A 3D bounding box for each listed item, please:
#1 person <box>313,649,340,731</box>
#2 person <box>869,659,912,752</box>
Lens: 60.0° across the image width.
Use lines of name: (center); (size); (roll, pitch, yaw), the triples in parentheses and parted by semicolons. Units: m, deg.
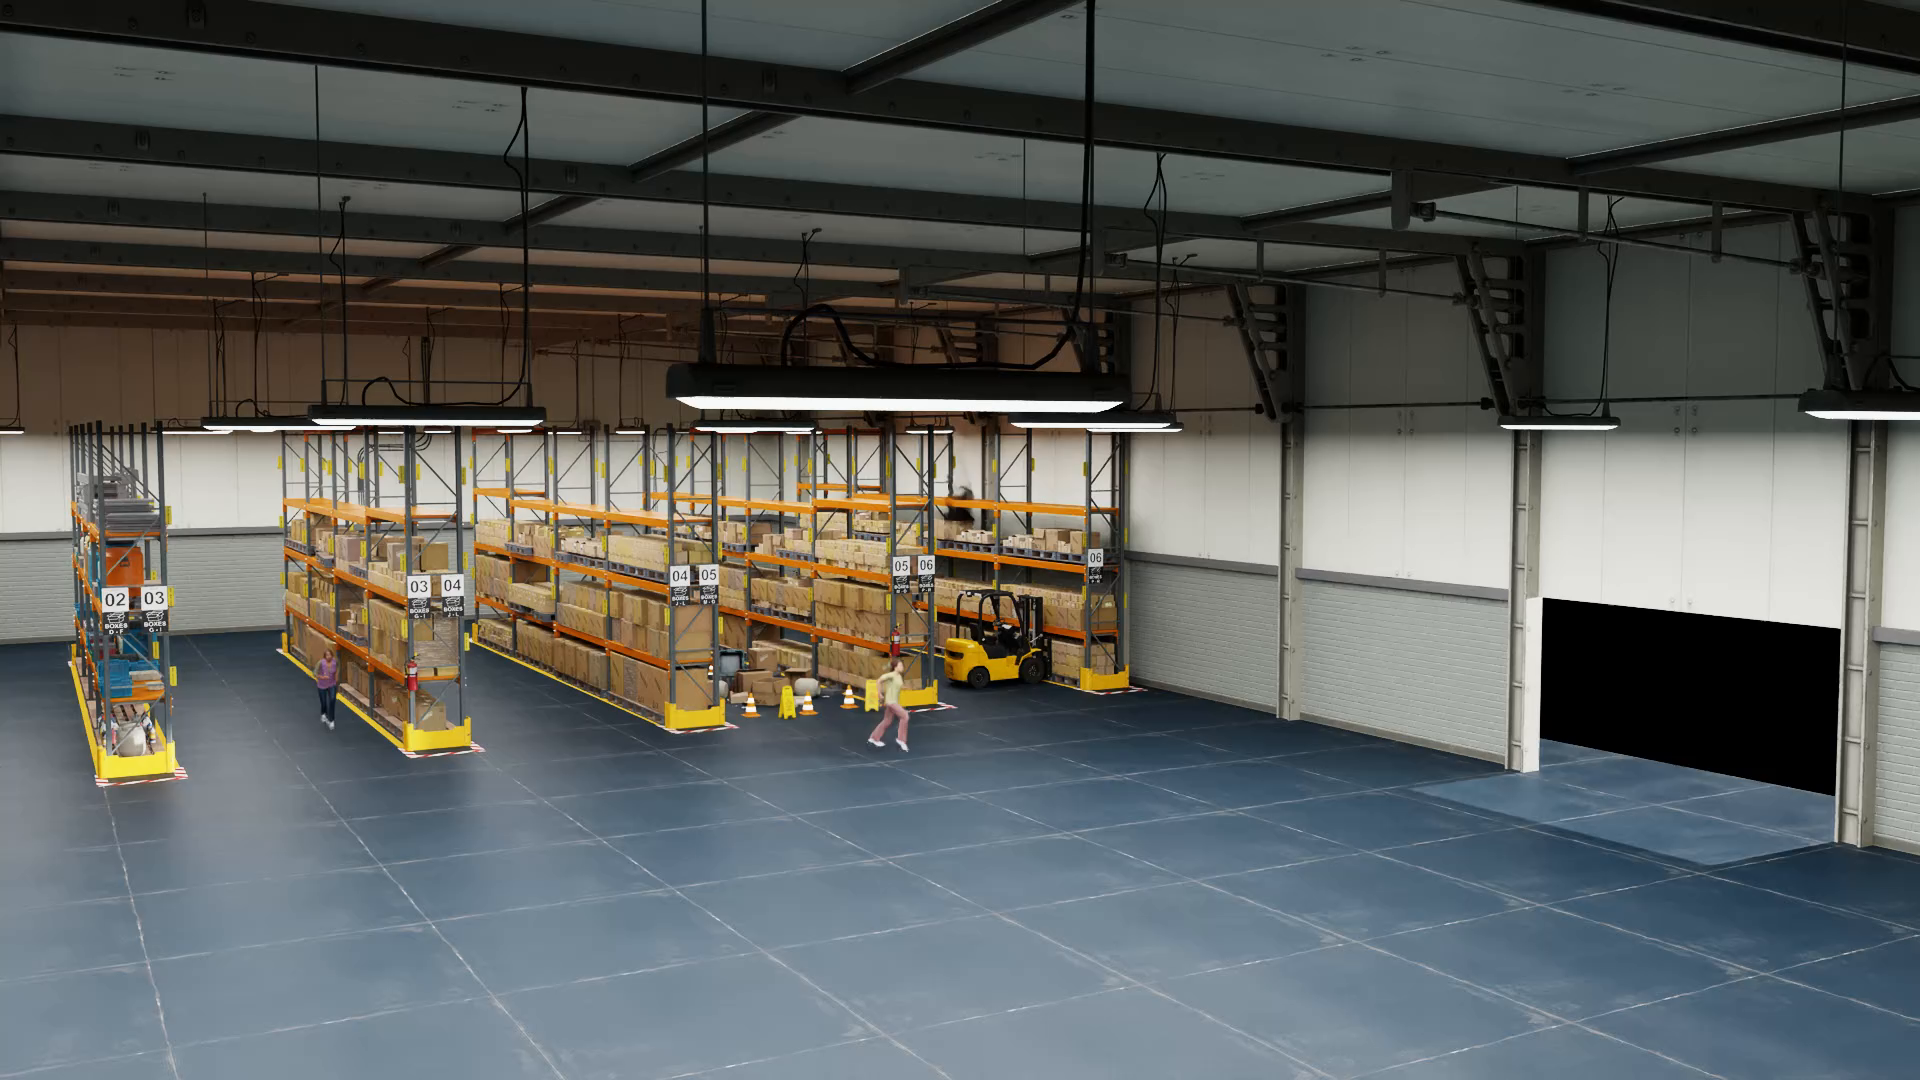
person: (-12.485, 2.915, 32.766); (0.539, 1.596, 0.951); (-2, 4, -28)
person: (-1.282, 3.017, 30.389); (0.817, 1.693, 0.599); (1, 4, 15)
